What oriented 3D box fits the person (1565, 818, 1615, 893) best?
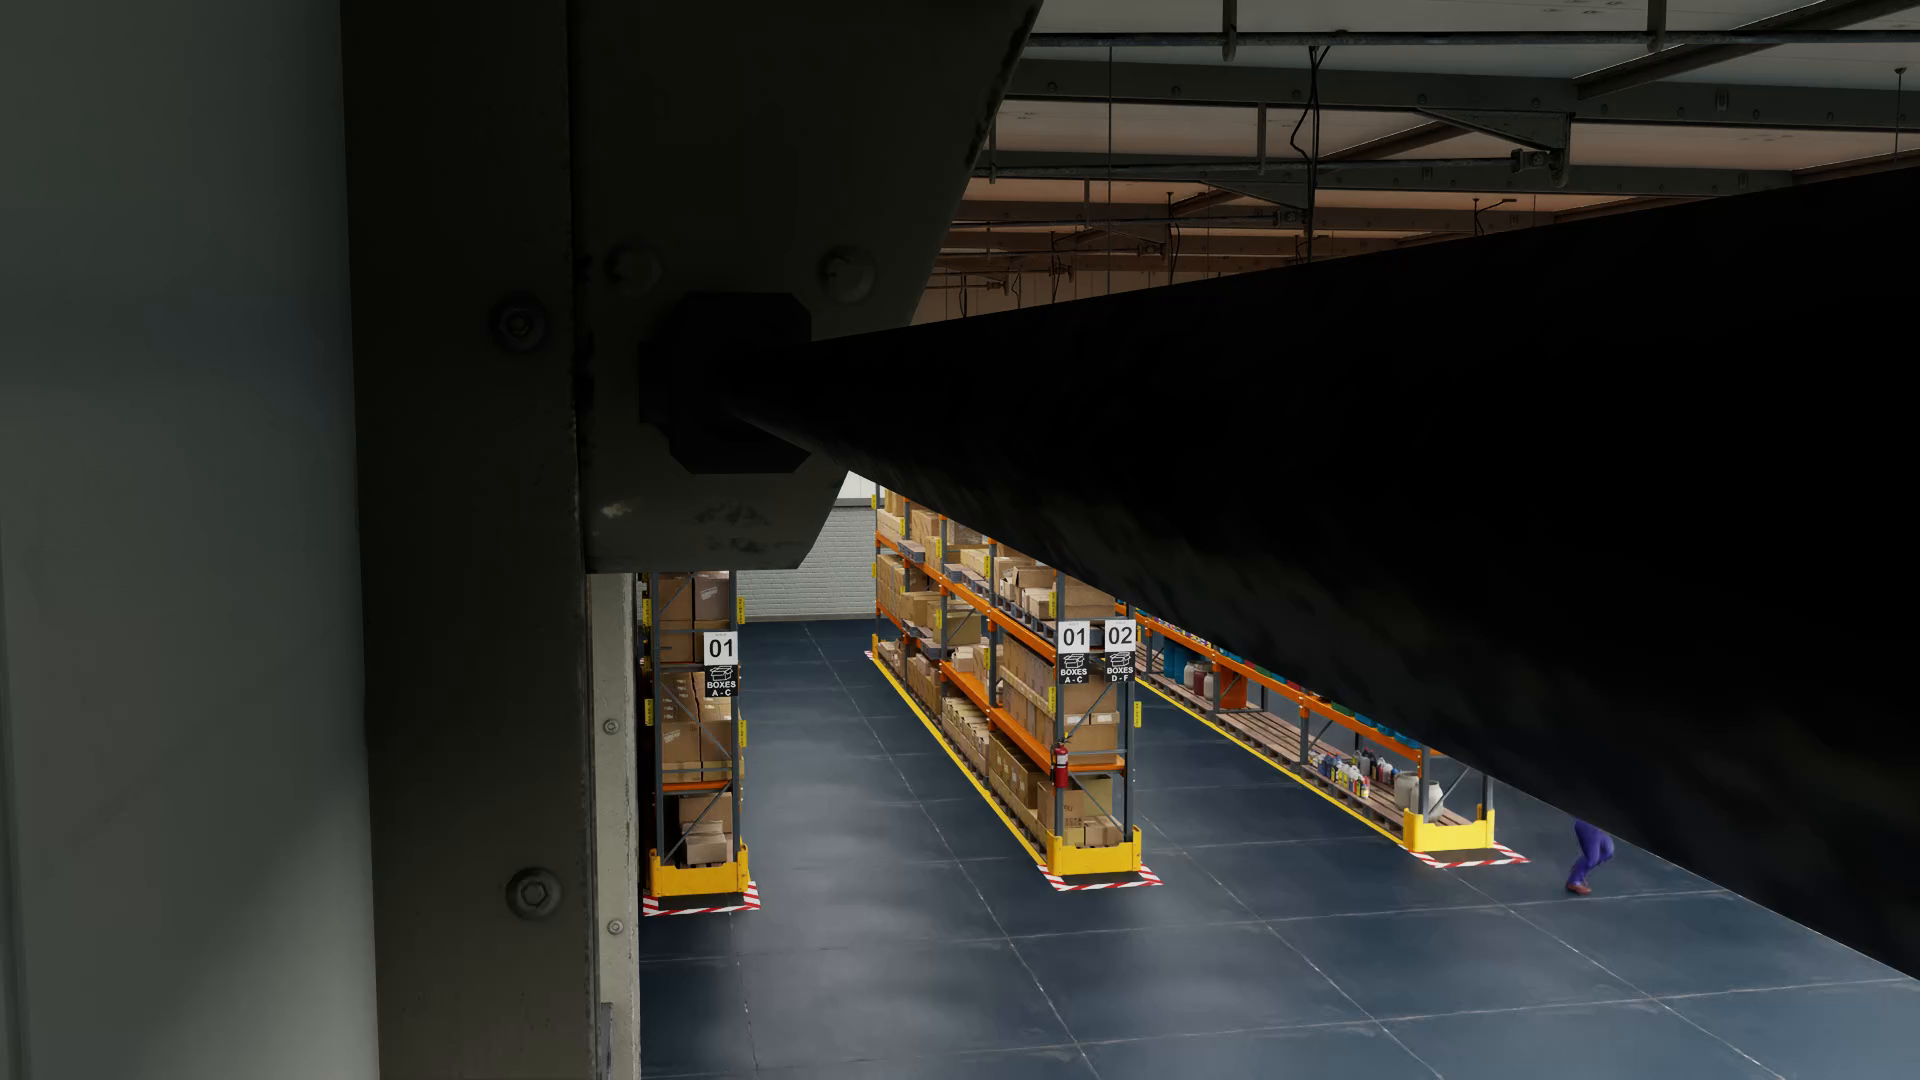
[{"bbox_3d":[7.670,3.474,20.107,0.599,1.590,0.631,3,6,24],"label":"person"}]
